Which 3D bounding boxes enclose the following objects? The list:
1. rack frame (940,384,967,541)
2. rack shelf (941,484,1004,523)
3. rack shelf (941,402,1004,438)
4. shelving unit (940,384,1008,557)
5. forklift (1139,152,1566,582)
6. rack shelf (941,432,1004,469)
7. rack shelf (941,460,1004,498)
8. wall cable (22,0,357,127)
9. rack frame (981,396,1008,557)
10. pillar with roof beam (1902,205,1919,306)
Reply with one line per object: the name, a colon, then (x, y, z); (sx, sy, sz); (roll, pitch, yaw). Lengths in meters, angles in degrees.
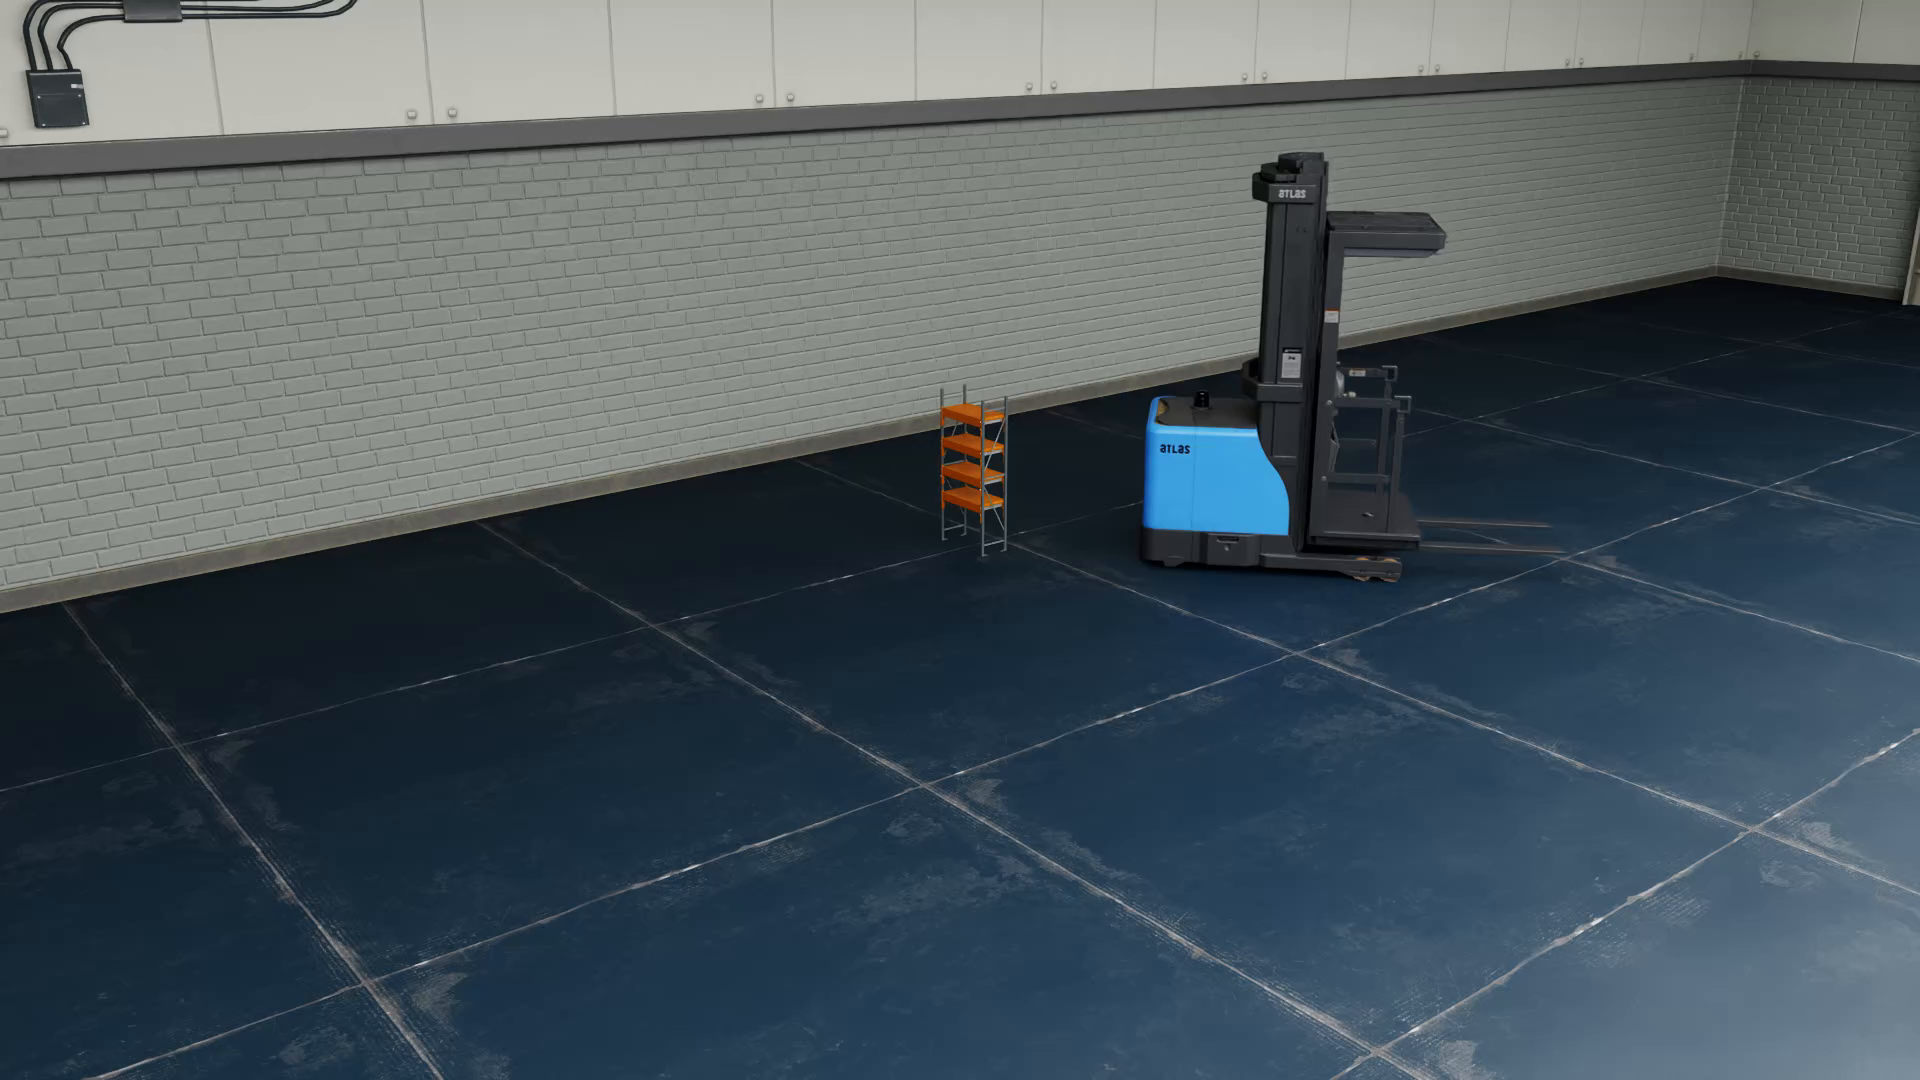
rack frame: (-0.049, -0.589, 12.732); (0.240, 1.200, 0.015); (-14, 23, -36)
rack shelf: (0.103, -0.276, 12.634); (0.258, 0.148, 0.480); (-14, 23, -36)
rack shelf: (0.103, -0.902, 12.427); (0.258, 0.148, 0.480); (-14, 23, -36)
shelving unit: (0.103, -0.529, 12.551); (0.258, 1.200, 0.503); (-14, 23, -36)
forklift: (2.888, -1.269, 12.031); (3.031, 2.935, 1.130); (3, 19, 8)
rack shelf: (0.103, -0.677, 12.502); (0.258, 0.148, 0.480); (-14, 23, -36)
rack shelf: (0.103, -0.465, 12.572); (0.258, 0.148, 0.480); (-14, 23, -36)
wall cable: (-5.055, -5.740, 10.471); (2.305, 6.003, 0.169); (-14, 23, -36)
rack frame: (0.254, -0.469, 12.369); (0.240, 1.200, 0.015); (-14, 23, -36)
pillar with roof beam: (9.604, -6.600, 18.479); (9.100, 9.000, 0.400); (-14, 23, -36)
